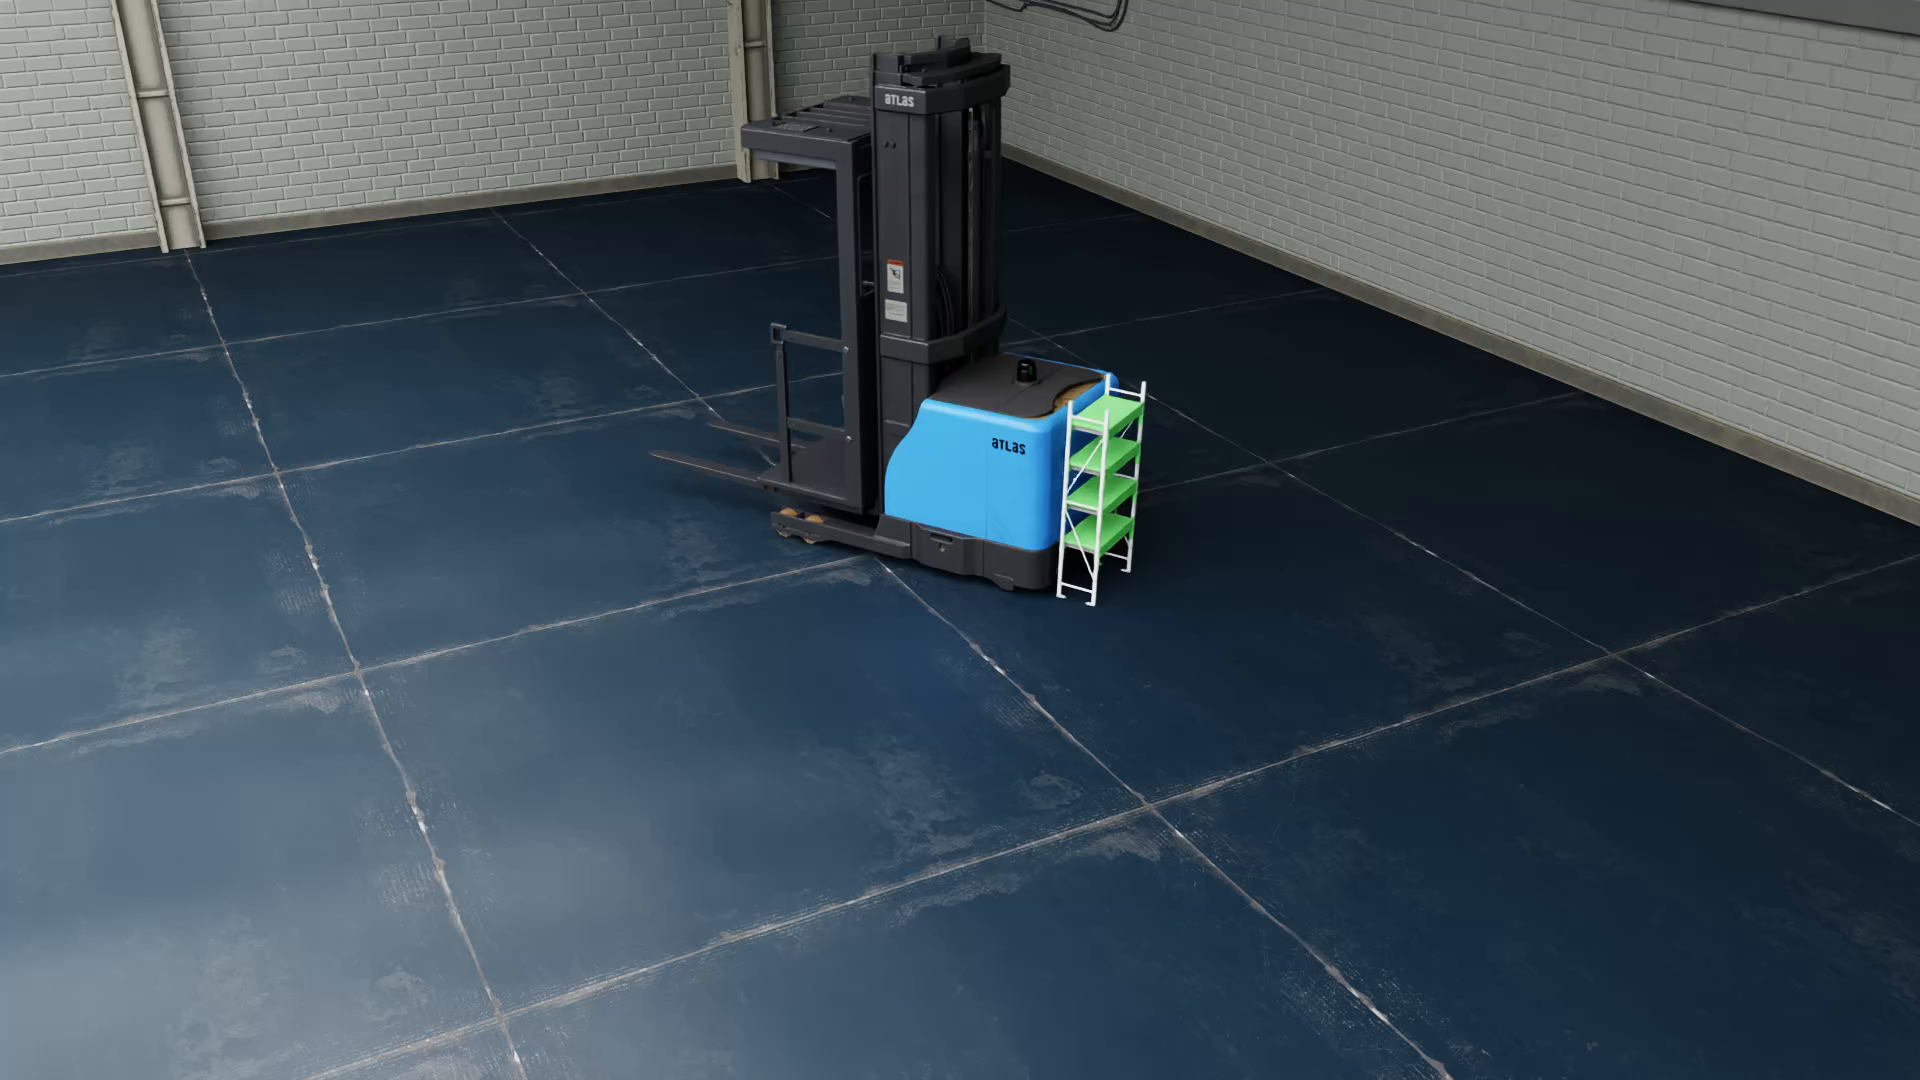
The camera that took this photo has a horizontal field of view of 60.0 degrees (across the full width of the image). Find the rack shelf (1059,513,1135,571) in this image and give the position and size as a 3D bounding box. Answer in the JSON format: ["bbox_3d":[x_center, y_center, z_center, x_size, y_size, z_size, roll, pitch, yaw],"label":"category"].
[{"bbox_3d":[0.792,-0.011,9.579,0.258,0.148,0.480,15,30,25],"label":"rack shelf"}]

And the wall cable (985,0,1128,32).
[{"bbox_3d":[0.943,-6.837,17.681,0.112,2.526,3.097,-13,29,-25],"label":"wall cable"}]

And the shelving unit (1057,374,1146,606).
[{"bbox_3d":[0.801,-0.283,9.443,0.258,1.200,0.503,15,30,25],"label":"shelving unit"}]

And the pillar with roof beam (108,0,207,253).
[{"bbox_3d":[-5.547,-5.276,10.842,0.400,9.000,9.100,-13,29,-25],"label":"pillar with roof beam"}]

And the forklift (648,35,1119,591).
[{"bbox_3d":[-0.577,-1.484,9.955,3.031,2.935,1.130,14,29,27],"label":"forklift"}]

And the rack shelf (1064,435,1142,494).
[{"bbox_3d":[0.806,-0.440,9.364,0.258,0.148,0.480,15,30,25],"label":"rack shelf"}]

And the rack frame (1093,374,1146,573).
[{"bbox_3d":[0.920,-0.375,9.635,0.240,1.200,0.015,15,30,25],"label":"rack frame"}]

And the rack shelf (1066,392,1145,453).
[{"bbox_3d":[0.812,-0.655,9.257,0.258,0.148,0.480,15,30,25],"label":"rack shelf"}]

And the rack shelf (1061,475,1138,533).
[{"bbox_3d":[0.799,-0.226,9.472,0.258,0.148,0.480,15,30,25],"label":"rack shelf"}]

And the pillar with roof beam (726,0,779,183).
[{"bbox_3d":[-0.253,-6.498,13.387,0.400,9.000,9.100,-13,29,-25],"label":"pillar with roof beam"}]

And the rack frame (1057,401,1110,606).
[{"bbox_3d":[0.681,-0.191,9.251,0.240,1.200,0.015,15,30,25],"label":"rack frame"}]
